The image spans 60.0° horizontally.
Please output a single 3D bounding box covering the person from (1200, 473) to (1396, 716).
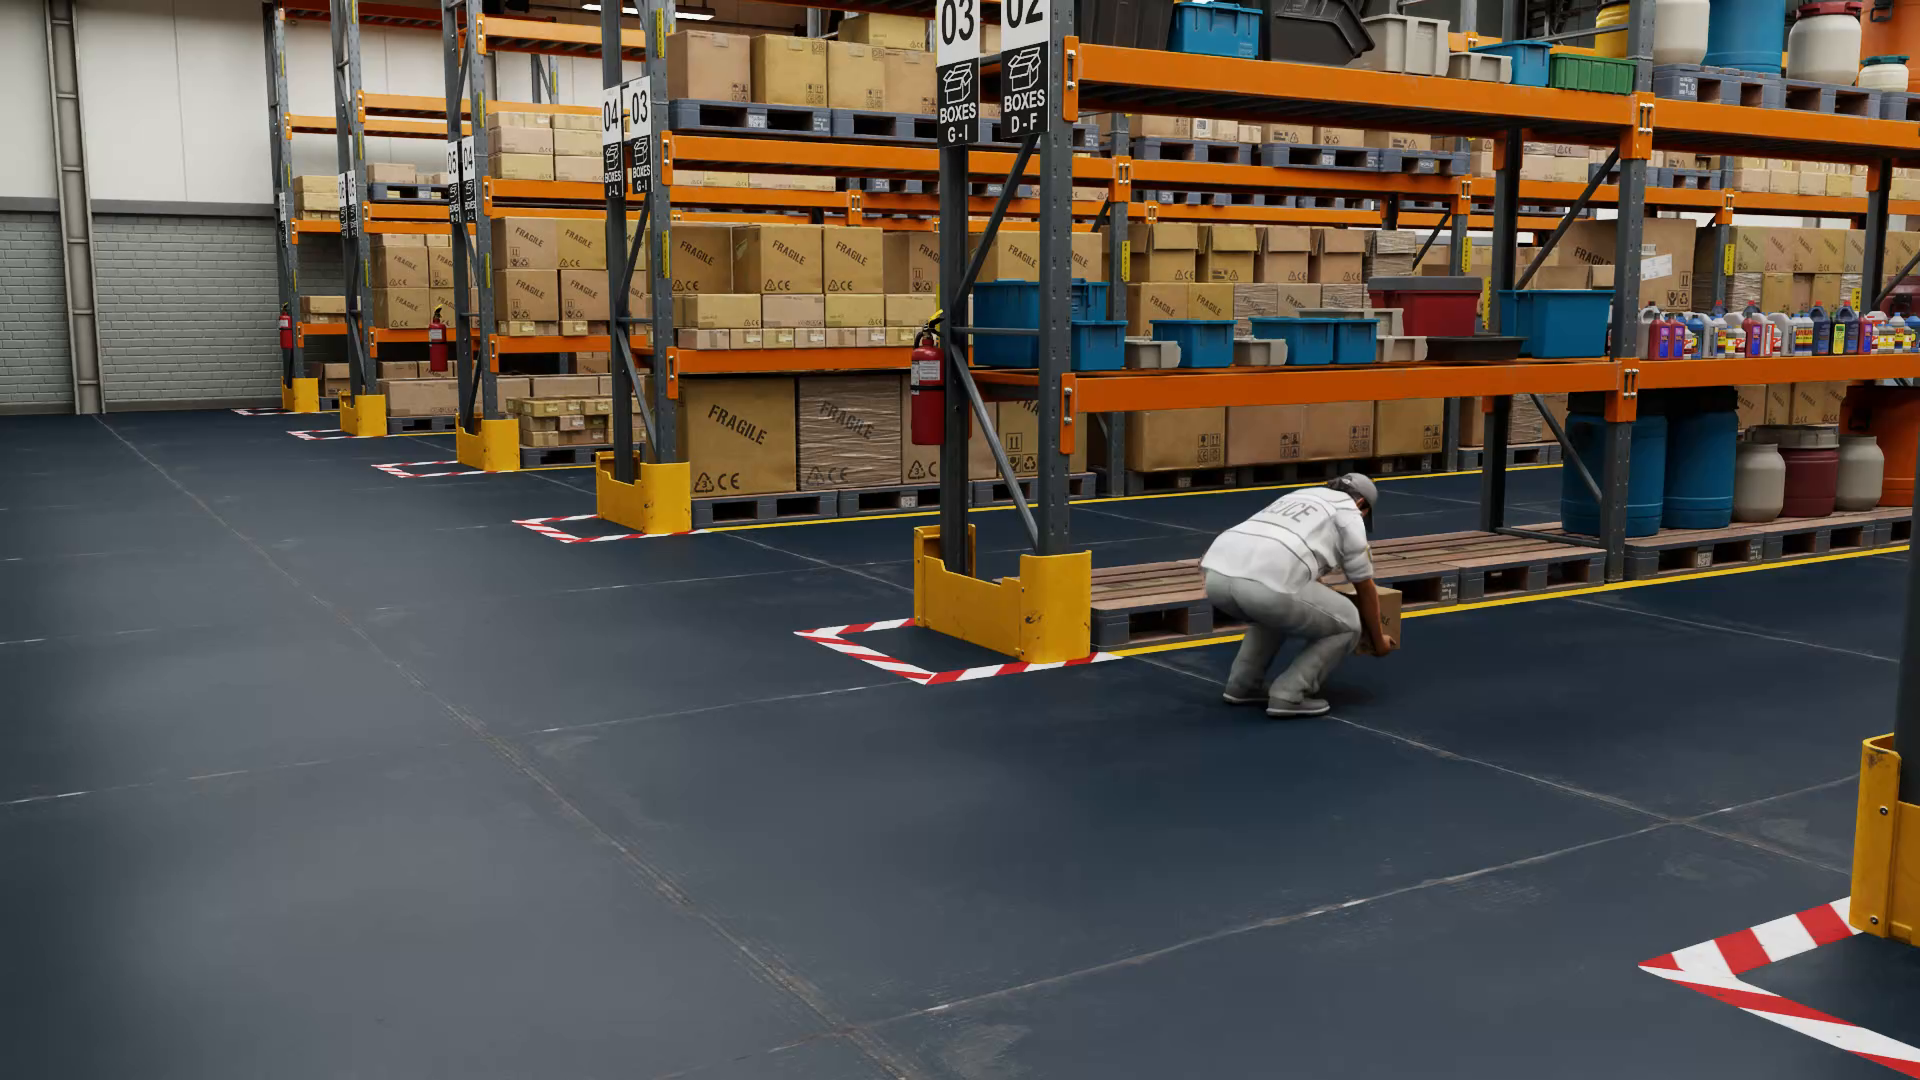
[{"bbox_3d":[1.398,0.218,6.854,0.883,0.948,0.513,-5,10,-32],"label":"person"}]
